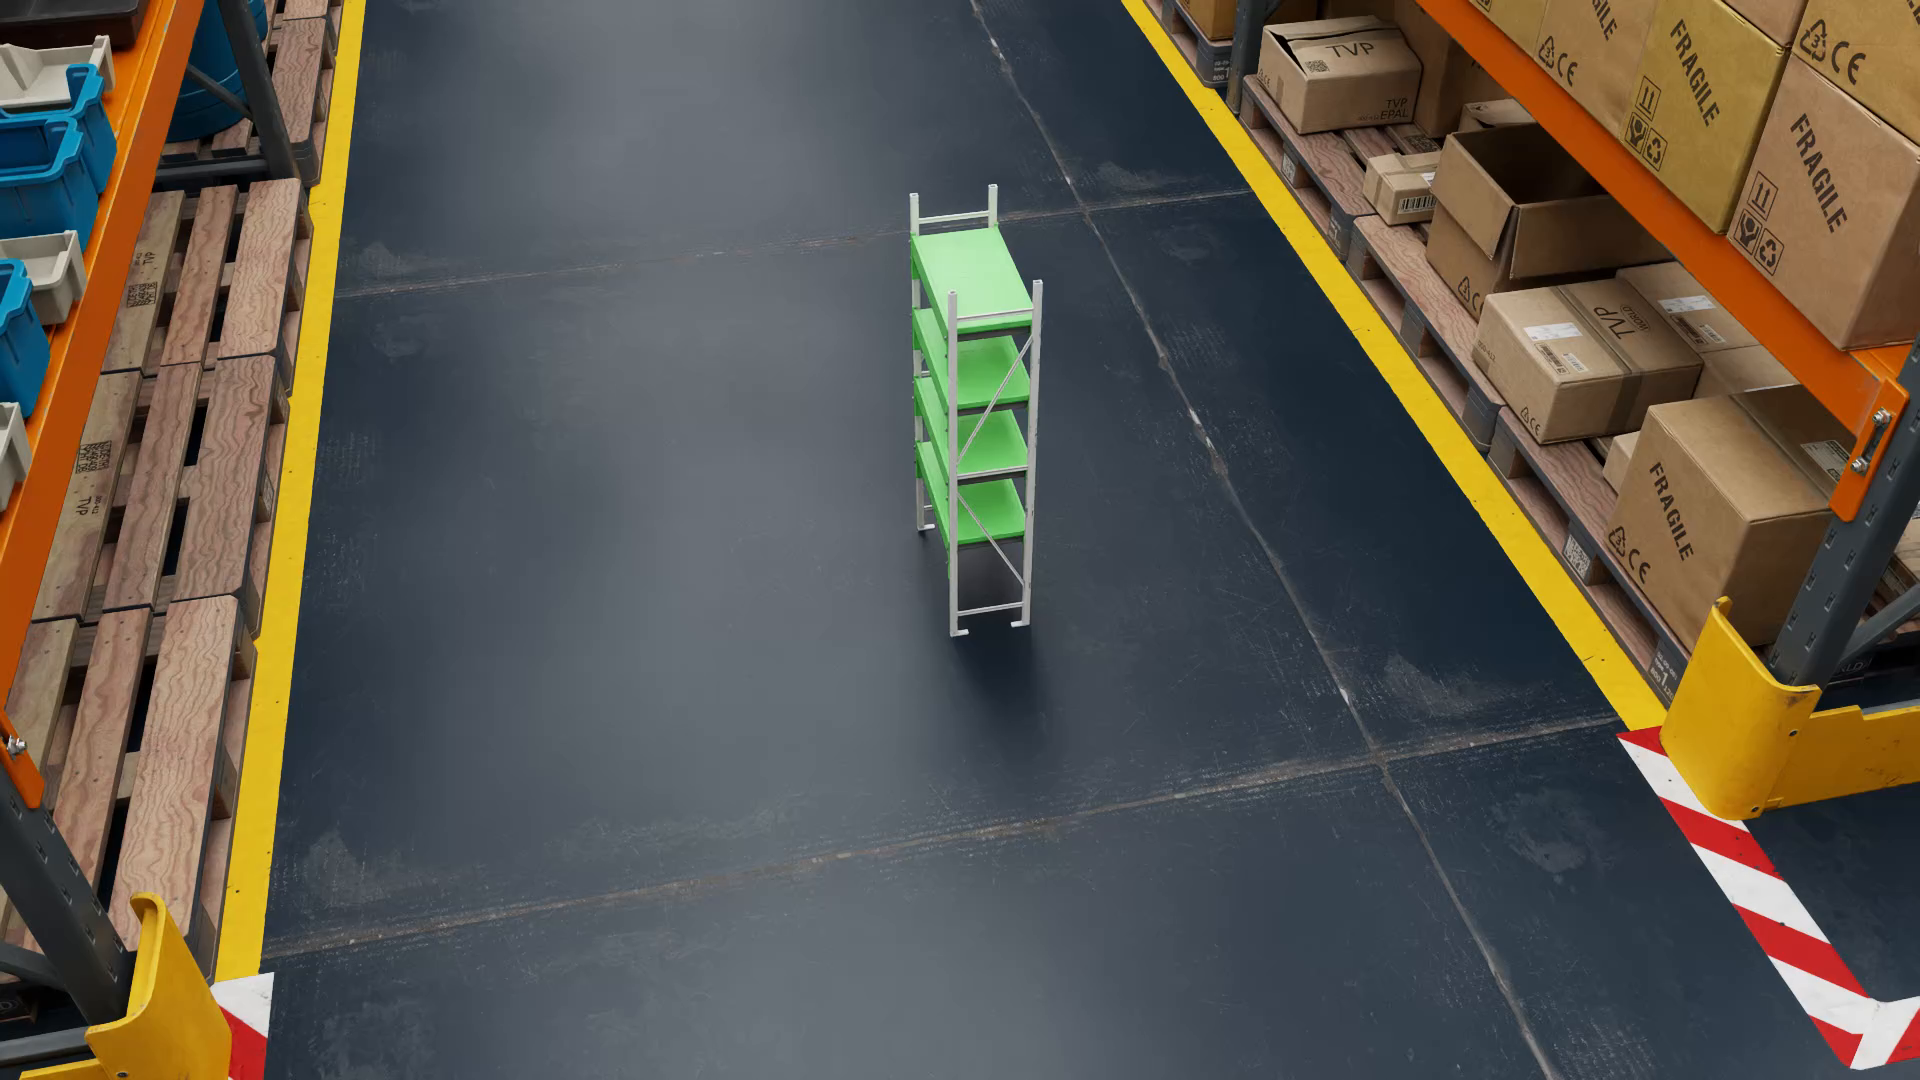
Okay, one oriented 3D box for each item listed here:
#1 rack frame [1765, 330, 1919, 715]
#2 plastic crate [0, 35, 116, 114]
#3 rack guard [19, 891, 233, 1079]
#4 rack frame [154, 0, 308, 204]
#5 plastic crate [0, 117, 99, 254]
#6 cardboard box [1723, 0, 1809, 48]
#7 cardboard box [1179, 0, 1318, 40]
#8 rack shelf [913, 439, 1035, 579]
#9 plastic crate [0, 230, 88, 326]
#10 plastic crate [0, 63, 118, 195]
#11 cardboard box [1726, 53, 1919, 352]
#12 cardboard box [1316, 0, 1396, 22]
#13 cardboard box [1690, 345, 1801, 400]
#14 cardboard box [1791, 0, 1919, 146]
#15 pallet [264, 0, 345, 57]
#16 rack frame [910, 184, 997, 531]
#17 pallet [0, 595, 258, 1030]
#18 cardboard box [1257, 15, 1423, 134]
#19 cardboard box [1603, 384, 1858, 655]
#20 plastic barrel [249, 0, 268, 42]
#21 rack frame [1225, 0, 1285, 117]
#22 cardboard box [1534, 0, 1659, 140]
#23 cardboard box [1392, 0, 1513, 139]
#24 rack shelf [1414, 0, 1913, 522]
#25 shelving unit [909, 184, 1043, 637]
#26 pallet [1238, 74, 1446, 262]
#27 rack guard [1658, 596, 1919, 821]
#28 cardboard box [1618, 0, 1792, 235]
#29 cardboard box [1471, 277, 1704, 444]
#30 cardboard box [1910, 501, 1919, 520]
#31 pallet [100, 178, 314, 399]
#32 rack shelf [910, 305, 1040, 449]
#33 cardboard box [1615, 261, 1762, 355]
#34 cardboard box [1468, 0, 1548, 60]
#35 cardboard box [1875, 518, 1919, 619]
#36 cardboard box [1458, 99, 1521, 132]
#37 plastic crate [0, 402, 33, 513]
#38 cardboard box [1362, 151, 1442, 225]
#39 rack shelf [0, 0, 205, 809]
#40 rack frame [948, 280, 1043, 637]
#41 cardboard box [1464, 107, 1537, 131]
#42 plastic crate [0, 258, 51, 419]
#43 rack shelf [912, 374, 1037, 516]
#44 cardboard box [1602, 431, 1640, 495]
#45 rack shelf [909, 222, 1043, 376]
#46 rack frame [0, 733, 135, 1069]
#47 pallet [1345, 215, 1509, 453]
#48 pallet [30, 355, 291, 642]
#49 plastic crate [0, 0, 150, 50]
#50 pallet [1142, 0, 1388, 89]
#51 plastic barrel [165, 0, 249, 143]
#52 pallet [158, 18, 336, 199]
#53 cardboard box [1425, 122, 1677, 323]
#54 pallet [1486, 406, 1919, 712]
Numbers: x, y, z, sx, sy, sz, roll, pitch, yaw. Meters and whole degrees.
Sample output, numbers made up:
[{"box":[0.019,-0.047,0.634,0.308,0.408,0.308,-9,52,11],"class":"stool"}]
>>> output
[{"box":[2.553,-0.514,3.570,1.000,3.000,0.127,-8,42,-9],"class":"rack frame"},{"box":[-2.478,-1.238,4.538,0.293,0.136,0.466,-8,42,-9],"class":"plastic crate"},{"box":[-2.266,1.142,3.587,1.175,0.500,0.348,-8,42,-9],"class":"rack guard"},{"box":[-3.148,-2.400,5.694,1.000,3.000,0.127,-8,42,-9],"class":"rack frame"},{"box":[-2.300,-0.827,4.004,0.416,0.233,0.300,-8,42,-9],"class":"plastic crate"},{"box":[2.079,-1.502,3.854,0.500,0.500,0.500,-7,42,-8],"class":"cardboard box"},{"box":[1.303,-2.616,7.489,0.500,0.500,0.500,-9,42,-10],"class":"cardboard box"},{"box":[0.036,-0.114,4.933,0.258,0.148,0.480,-8,42,-9],"class":"rack shelf"},{"box":[-2.151,-0.597,3.817,0.250,0.136,0.298,-8,42,-9],"class":"plastic crate"},{"box":[-2.365,-1.022,4.223,0.416,0.233,0.300,-8,42,-9],"class":"plastic crate"},{"box":[2.191,-0.803,3.820,0.500,0.500,0.500,-7,42,-8],"class":"cardboard box"},{"box":[1.823,-2.685,7.567,0.500,0.500,0.500,-10,43,-11],"class":"cardboard box"},{"box":[2.605,-0.368,5.145,0.500,0.250,0.500,-8,42,-9],"class":"cardboard box"},{"box":[2.189,-1.175,3.485,0.500,0.500,0.500,-9,42,-10],"class":"cardboard box"},{"box":[-3.540,-2.655,8.082,1.003,0.211,1.213,-8,42,-9],"class":"pallet"},{"box":[-0.017,-0.500,4.909,0.240,1.200,0.015,-8,42,-9],"class":"rack frame"},{"box":[-2.424,0.696,4.307,1.003,0.211,1.213,-8,42,-9],"class":"pallet"},{"box":[1.569,-1.963,6.896,0.500,0.311,0.500,-8,42,-9],"class":"cardboard box"},{"box":[2.195,-0.061,4.611,0.500,0.500,0.500,-8,42,-9],"class":"cardboard box"},{"box":[-3.401,-2.586,7.168,0.600,0.901,0.708,-8,42,-9],"class":"plastic barrel"},{"box":[1.690,-3.107,6.491,1.000,3.000,0.127,-8,42,-9],"class":"rack frame"},{"box":[1.973,-1.463,4.563,0.500,0.500,0.500,-8,42,-9],"class":"cardboard box"},{"box":[2.090,-2.008,6.804,0.500,0.500,0.500,-8,42,-9],"class":"cardboard box"},{"box":[2.121,-1.542,5.269,1.077,0.370,4.000,-8,42,-9],"class":"rack shelf"},{"box":[0.036,-0.341,4.731,0.258,1.200,0.503,-8,42,-9],"class":"shelving unit"},{"box":[1.837,-1.619,6.915,1.003,0.211,1.213,-8,42,-9],"class":"pallet"},{"box":[2.537,0.371,4.455,1.175,0.500,0.348,-8,42,-9],"class":"rack guard"},{"box":[2.075,-1.139,4.198,0.500,0.500,0.500,-8,42,-9],"class":"cardboard box"},{"box":[2.020,-0.588,5.392,0.500,0.250,0.500,-8,42,-9],"class":"cardboard box"},{"box":[2.744,-0.102,4.908,0.380,0.166,0.250,-8,42,-9],"class":"cardboard box"},{"box":[-2.951,-0.886,6.089,1.003,0.211,1.213,-8,42,-9],"class":"pallet"},{"box":[0.036,-0.473,4.614,0.258,0.148,0.480,-8,42,-9],"class":"rack shelf"},{"box":[2.497,-0.692,5.510,0.500,0.250,0.500,-8,42,-9],"class":"cardboard box"},{"box":[1.864,-1.790,4.931,0.500,0.500,0.500,-9,42,-10],"class":"cardboard box"},{"box":[2.798,0.067,4.731,0.380,0.149,0.250,-8,42,-9],"class":"cardboard box"},{"box":[2.229,-1.642,6.657,0.380,0.149,0.250,-8,42,-9],"class":"cardboard box"},{"box":[-2.004,-0.158,3.322,0.250,0.136,0.298,-8,42,-9],"class":"plastic crate"},{"box":[1.766,-1.350,6.314,0.380,0.166,0.250,-8,42,-9],"class":"cardboard box"},{"box":[-2.716,-0.834,4.472,1.077,0.370,4.000,-8,42,-9],"class":"rack shelf"},{"box":[0.088,-0.183,4.553,0.240,1.200,0.015,-8,42,-9],"class":"rack frame"},{"box":[2.252,-1.451,6.319,0.500,0.311,0.500,-8,42,-9],"class":"cardboard box"},{"box":[-2.158,-0.401,3.523,0.416,0.233,0.300,-8,42,-9],"class":"plastic crate"},{"box":[0.036,-0.294,4.773,0.258,0.148,0.480,-8,42,-9],"class":"rack shelf"},{"box":[2.196,-0.212,5.032,0.380,0.166,0.250,-8,42,-9],"class":"cardboard box"},{"box":[0.036,-0.653,4.455,0.258,0.148,0.480,-8,42,-9],"class":"rack shelf"},{"box":[-2.284,0.193,2.773,1.000,3.000,0.127,-8,42,-9],"class":"rack frame"},{"box":[2.104,-0.826,6.022,1.003,0.211,1.213,-8,42,-9],"class":"pallet"},{"box":[-2.684,-0.093,5.196,1.003,0.211,1.213,-8,42,-9],"class":"pallet"},{"box":[-2.644,-1.632,4.991,0.437,0.125,0.590,-8,42,-9],"class":"plastic crate"},{"box":[1.477,-2.586,8.004,1.003,0.211,1.213,-8,42,-9],"class":"pallet"},{"box":[-3.248,-2.127,6.651,0.600,0.901,0.708,-8,42,-9],"class":"plastic barrel"},{"box":[-3.273,-1.863,7.190,1.003,0.211,1.213,-8,42,-9],"class":"pallet"},{"box":[2.100,-1.121,5.802,0.797,0.503,0.637,-8,42,-9],"class":"cardboard box"},{"box":[2.364,-0.037,5.133,1.003,0.211,1.213,-8,42,-9],"class":"pallet"}]
